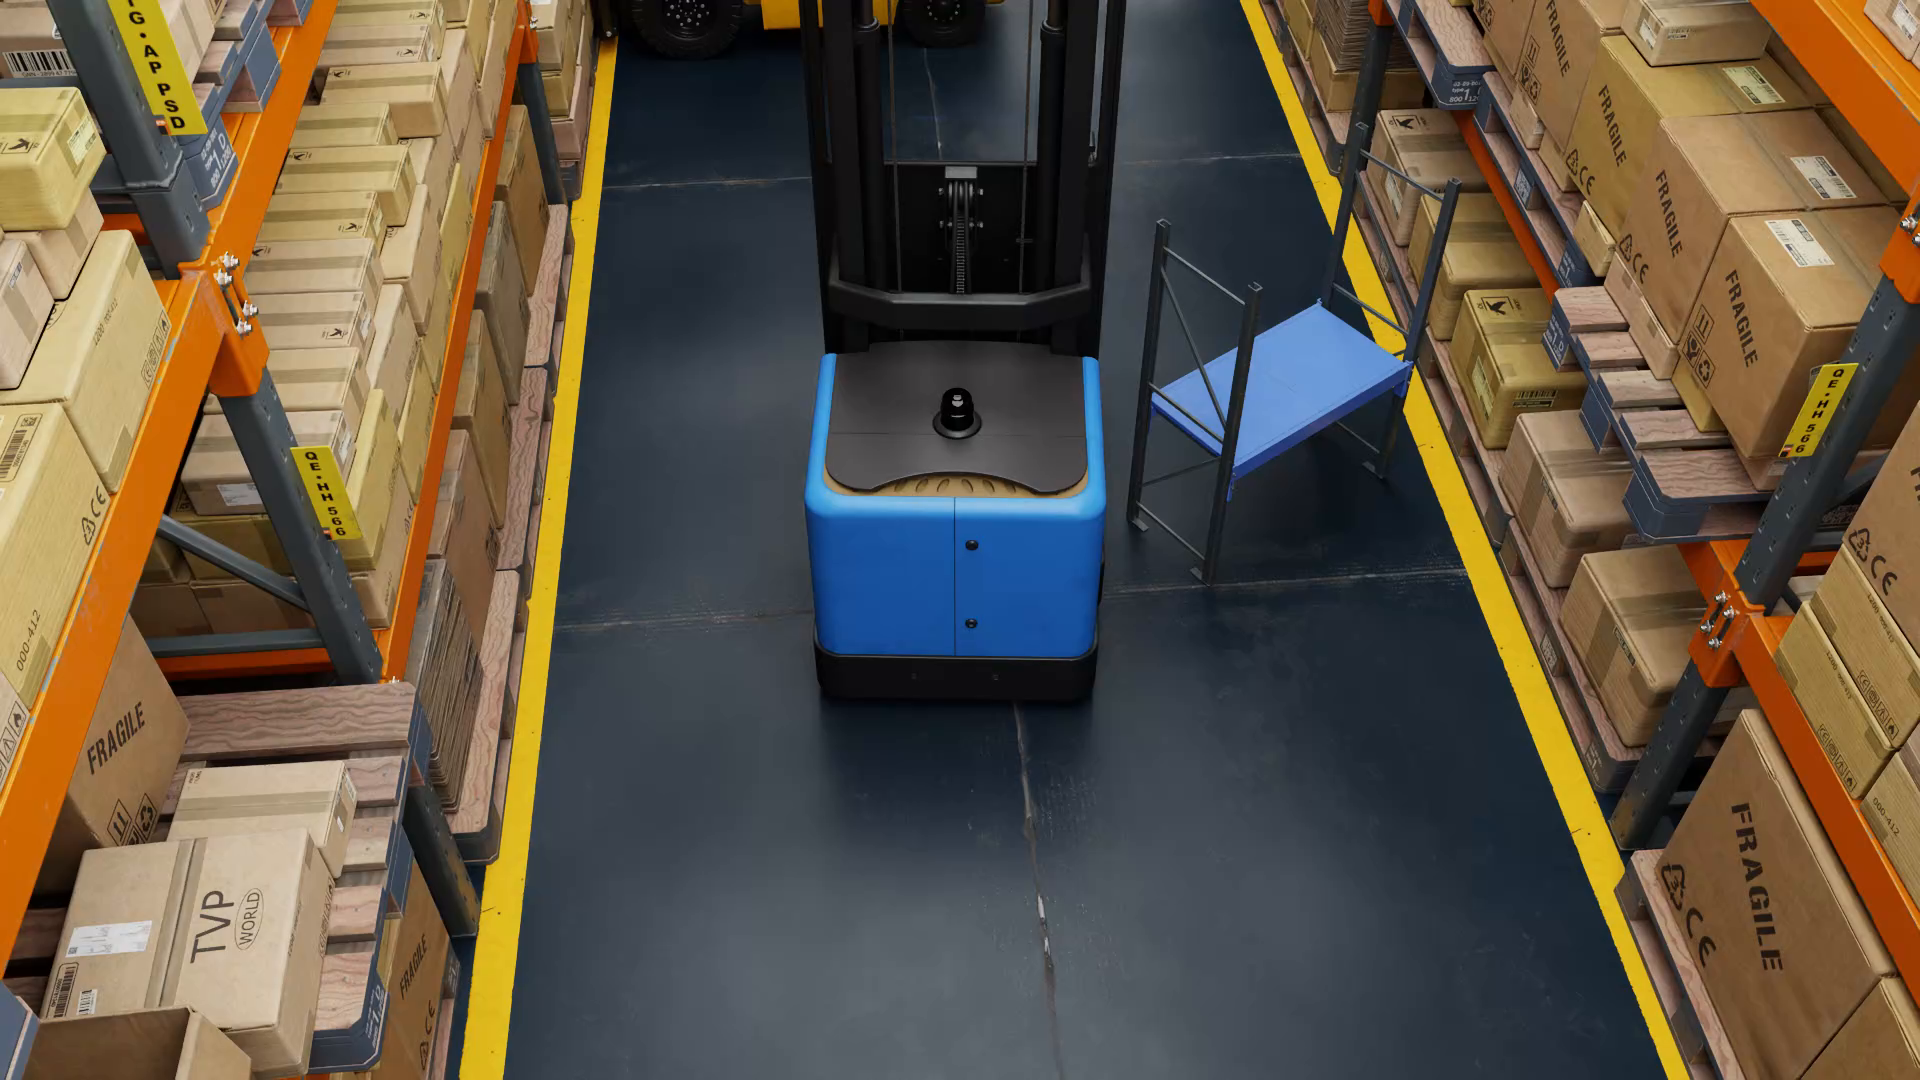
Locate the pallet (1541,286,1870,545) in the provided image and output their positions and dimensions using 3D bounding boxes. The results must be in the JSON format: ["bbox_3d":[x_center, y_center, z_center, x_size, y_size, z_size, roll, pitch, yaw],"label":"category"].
[{"bbox_3d":[2.646,-0.452,5.380,1.213,0.211,1.003,-3,47,-3],"label":"pallet"}]

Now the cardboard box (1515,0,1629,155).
[{"bbox_3d":[2.354,-1.735,5.901,0.500,0.500,0.500,-5,47,-5],"label":"cardboard box"}]

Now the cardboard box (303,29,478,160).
[{"bbox_3d":[-2.086,-1.637,6.130,0.500,0.250,0.500,-3,47,-3],"label":"cardboard box"}]

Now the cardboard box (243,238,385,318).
[{"bbox_3d":[-1.973,-0.776,5.040,0.380,0.149,0.250,-3,47,-3],"label":"cardboard box"}]

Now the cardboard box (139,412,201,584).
[{"bbox_3d":[-2.449,-0.132,4.705,0.500,0.250,0.500,-3,47,-2],"label":"cardboard box"}]

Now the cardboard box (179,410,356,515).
[{"bbox_3d":[-1.868,-0.210,4.504,0.380,0.149,0.250,-2,47,-2],"label":"cardboard box"}]

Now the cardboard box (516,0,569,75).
[{"bbox_3d":[-2.197,-2.510,8.114,0.500,0.250,0.500,-4,47,-4],"label":"cardboard box"}]

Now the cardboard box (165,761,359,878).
[{"bbox_3d":[-1.697,0.690,4.051,0.380,0.149,0.250,-3,47,-3],"label":"cardboard box"}]

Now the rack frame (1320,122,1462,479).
[{"bbox_3d":[1.665,-0.926,6.730,0.032,1.500,0.500,-29,53,-25],"label":"rack frame"}]

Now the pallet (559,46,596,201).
[{"bbox_3d":[-2.494,-2.217,8.841,1.003,0.211,1.213,-3,47,-3],"label":"pallet"}]

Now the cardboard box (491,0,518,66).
[{"bbox_3d":[-2.166,-2.198,7.005,0.500,0.250,0.500,-3,47,-2],"label":"cardboard box"}]

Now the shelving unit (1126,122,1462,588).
[{"bbox_3d":[1.263,-0.700,6.516,1.048,1.500,0.538,-29,53,-25],"label":"shelving unit"}]

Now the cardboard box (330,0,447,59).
[{"bbox_3d":[-2.098,-1.880,6.086,0.380,0.149,0.250,-4,47,-4],"label":"cardboard box"}]

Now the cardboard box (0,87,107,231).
[{"bbox_3d":[-1.811,-0.693,3.034,0.380,0.149,0.250,-2,47,-2],"label":"cardboard box"}]

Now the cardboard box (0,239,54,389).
[{"bbox_3d":[-1.863,-0.391,2.953,0.380,0.149,0.250,-4,47,-4],"label":"cardboard box"}]

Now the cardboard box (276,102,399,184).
[{"bbox_3d":[-2.104,-1.326,5.560,0.380,0.149,0.250,-3,47,-3],"label":"cardboard box"}]

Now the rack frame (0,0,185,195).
[{"bbox_3d":[-2.134,-1.767,2.362,1.000,3.000,0.127,-3,47,-3],"label":"rack frame"}]

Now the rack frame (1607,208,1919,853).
[{"bbox_3d":[2.811,-0.009,4.829,1.000,3.000,0.127,-3,47,-3],"label":"rack frame"}]

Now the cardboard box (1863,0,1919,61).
[{"bbox_3d":[2.547,-1.348,4.204,0.380,0.149,0.250,-3,47,-3],"label":"cardboard box"}]

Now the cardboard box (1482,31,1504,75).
[{"bbox_3d":[2.300,-1.971,6.571,0.380,0.149,0.250,-3,47,-3],"label":"cardboard box"}]

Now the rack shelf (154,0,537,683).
[{"bbox_3d":[-2.302,-0.904,6.172,1.077,0.370,4.000,-3,47,-3],"label":"rack shelf"}]

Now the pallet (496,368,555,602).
[{"bbox_3d":[-2.264,-0.224,6.953,1.003,0.211,1.213,-3,47,-3],"label":"pallet"}]

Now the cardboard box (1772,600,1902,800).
[{"bbox_3d":[2.602,0.412,4.533,0.500,0.250,0.500,-4,47,-4],"label":"cardboard box"}]

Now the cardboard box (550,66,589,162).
[{"bbox_3d":[-2.180,-2.167,8.478,0.500,0.250,0.500,-3,47,-3],"label":"cardboard box"}]

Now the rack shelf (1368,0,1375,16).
[{"bbox_3d":[2.309,-4.102,9.201,1.077,0.370,4.000,-3,47,-3],"label":"rack shelf"}]

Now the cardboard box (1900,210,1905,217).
[{"bbox_3d":[3.004,-0.629,4.854,0.500,0.500,0.500,-5,47,-4],"label":"cardboard box"}]

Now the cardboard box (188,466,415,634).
[{"bbox_3d":[-1.928,0.012,4.913,0.500,0.250,0.500,-3,47,-3],"label":"cardboard box"}]

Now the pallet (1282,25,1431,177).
[{"bbox_3d":[2.385,-2.427,9.040,1.003,0.211,1.213,-3,47,-3],"label":"pallet"}]

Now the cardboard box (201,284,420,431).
[{"bbox_3d":[-1.969,-0.523,5.075,0.500,0.250,0.500,-2,47,-2],"label":"cardboard box"}]

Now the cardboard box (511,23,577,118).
[{"bbox_3d":[-2.202,-2.338,8.295,0.500,0.250,0.500,-4,47,-3],"label":"cardboard box"}]

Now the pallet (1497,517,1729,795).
[{"bbox_3d":[2.748,0.385,6.377,1.003,0.211,1.213,-3,47,-3],"label":"pallet"}]

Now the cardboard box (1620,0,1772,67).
[{"bbox_3d":[2.393,-1.679,5.401,0.380,0.149,0.250,-6,47,-5],"label":"cardboard box"}]

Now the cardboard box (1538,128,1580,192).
[{"bbox_3d":[2.341,-1.406,6.036,0.380,0.149,0.250,-5,47,-5],"label":"cardboard box"}]

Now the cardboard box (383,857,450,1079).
[{"bbox_3d":[-1.885,1.304,5.018,0.500,0.500,0.500,-2,47,-2],"label":"cardboard box"}]

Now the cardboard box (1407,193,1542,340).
[{"bbox_3d":[2.587,-1.244,7.519,0.950,0.372,0.625,-1,47,-1],"label":"cardboard box"}]

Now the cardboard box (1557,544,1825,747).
[{"bbox_3d":[2.774,0.341,6.018,0.950,0.372,0.625,-6,47,-6],"label":"cardboard box"}]

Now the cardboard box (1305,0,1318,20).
[{"bbox_3d":[2.115,-3.139,8.881,0.500,0.500,0.500,-3,47,-3],"label":"cardboard box"}]

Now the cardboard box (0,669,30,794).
[{"bbox_3d":[-1.765,0.398,2.481,0.500,0.250,0.500,-3,47,-3],"label":"cardboard box"}]

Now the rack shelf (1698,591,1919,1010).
[{"bbox_3d":[2.979,1.686,3.719,1.077,0.370,4.000,-3,47,-3],"label":"rack shelf"}]

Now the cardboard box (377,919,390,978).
[{"bbox_3d":[-1.841,1.130,4.736,0.380,0.149,0.250,-6,47,-5],"label":"cardboard box"}]

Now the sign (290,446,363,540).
[{"bbox_3d":[-1.594,-0.115,4.186,0.100,0.325,0.005,-3,47,-3],"label":"sign"}]

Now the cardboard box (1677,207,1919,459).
[{"bbox_3d":[2.496,-0.602,4.827,0.500,0.500,0.500,-5,47,-4],"label":"cardboard box"}]

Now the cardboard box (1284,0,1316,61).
[{"bbox_3d":[2.105,-2.898,9.169,0.500,0.250,0.500,-5,47,-4],"label":"cardboard box"}]

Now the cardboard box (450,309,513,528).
[{"bbox_3d":[-2.292,-0.443,6.587,0.875,0.625,0.625,-5,47,-5],"label":"cardboard box"}]

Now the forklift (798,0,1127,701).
[{"bbox_3d":[0.013,-1.462,6.252,1.130,2.935,3.031,1,47,1],"label":"forklift"}]

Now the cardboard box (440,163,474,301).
[{"bbox_3d":[-2.057,-1.100,5.966,0.500,0.250,0.500,-2,47,-2],"label":"cardboard box"}]

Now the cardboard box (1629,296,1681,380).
[{"bbox_3d":[2.389,-0.659,5.328,0.380,0.149,0.250,-4,47,-4],"label":"cardboard box"}]

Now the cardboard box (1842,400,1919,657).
[{"bbox_3d":[2.609,-0.015,4.077,0.500,0.500,0.500,-5,47,-5],"label":"cardboard box"}]

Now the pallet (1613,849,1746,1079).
[{"bbox_3d":[2.802,1.525,5.297,1.003,0.211,1.213,-3,47,-3],"label":"pallet"}]
